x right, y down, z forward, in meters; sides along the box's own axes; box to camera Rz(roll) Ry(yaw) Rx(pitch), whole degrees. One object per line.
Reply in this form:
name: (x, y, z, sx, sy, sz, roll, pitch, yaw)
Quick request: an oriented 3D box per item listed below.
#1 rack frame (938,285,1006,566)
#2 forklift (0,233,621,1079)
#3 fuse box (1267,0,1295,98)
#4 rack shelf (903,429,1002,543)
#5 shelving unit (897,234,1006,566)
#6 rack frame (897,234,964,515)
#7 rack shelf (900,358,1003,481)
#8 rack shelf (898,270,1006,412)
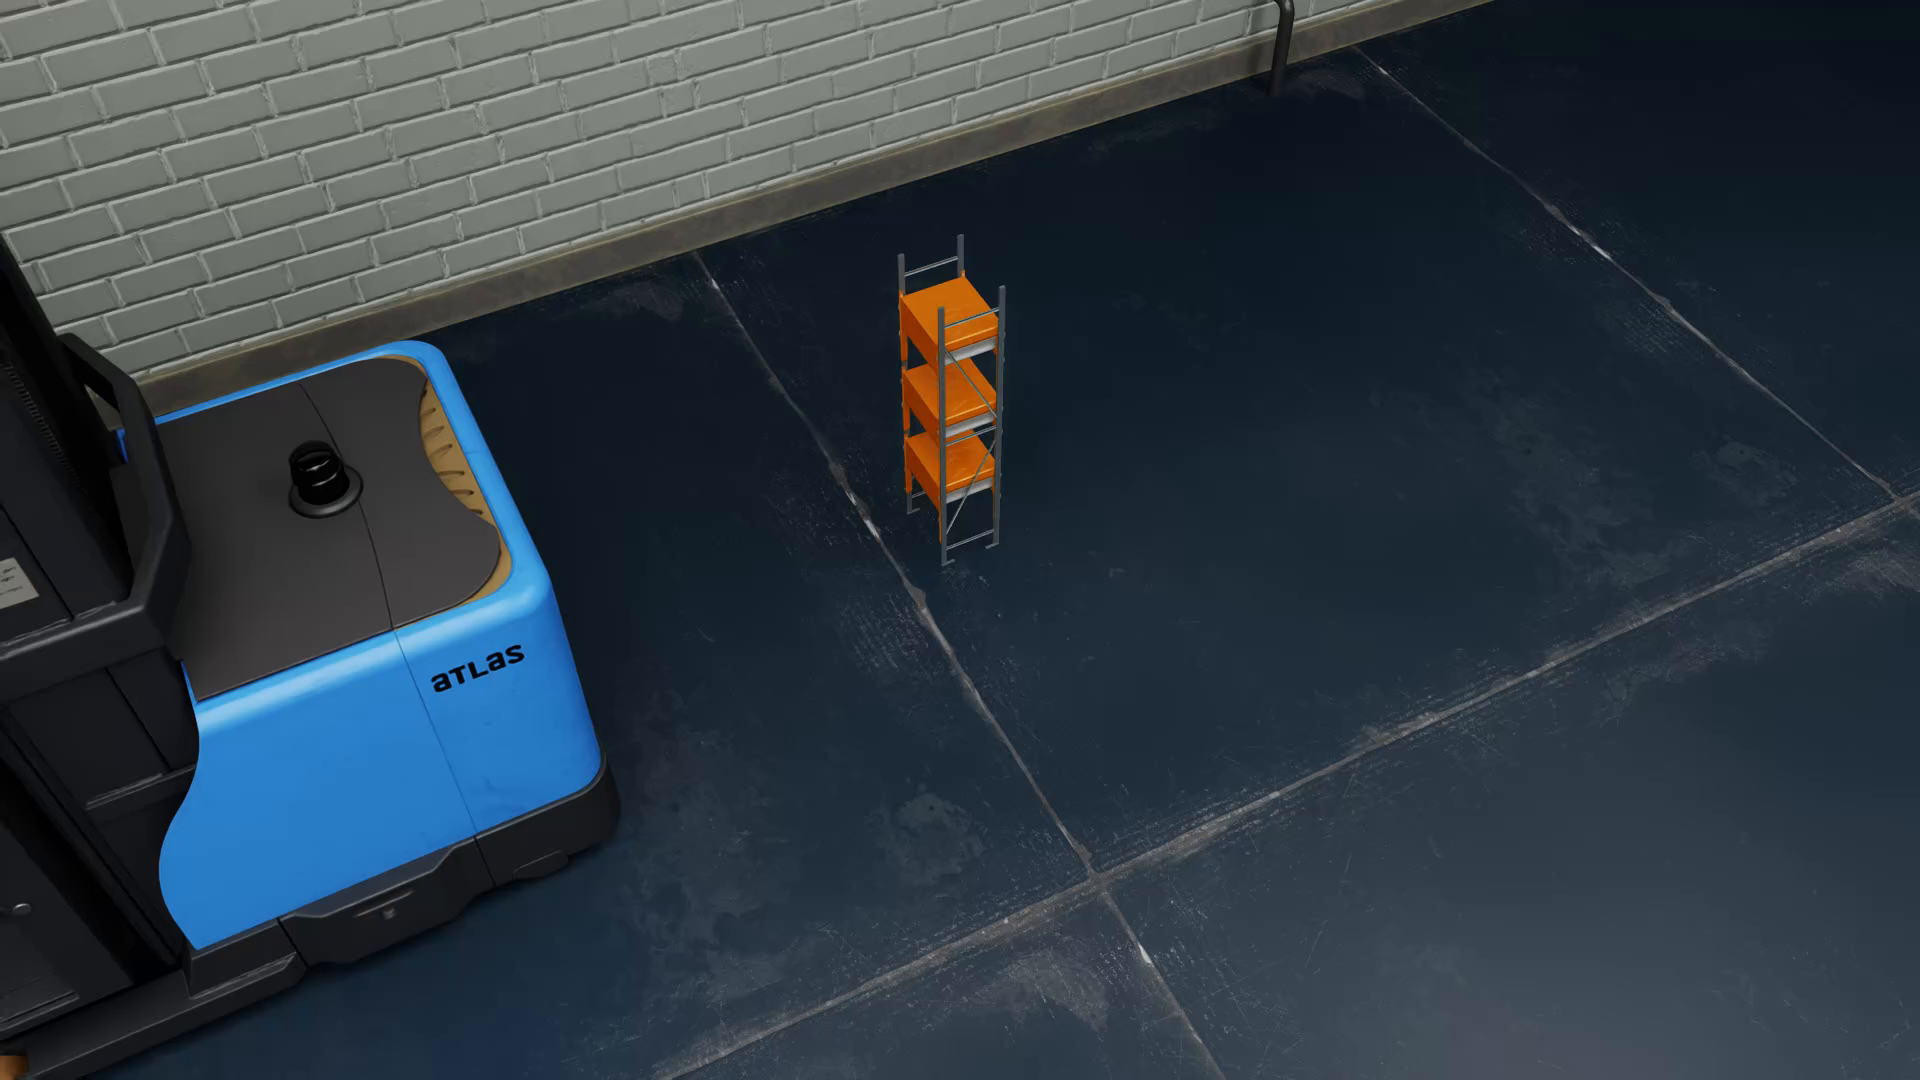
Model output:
rack frame: (0.031, -0.300, 4.815, 0.200, 1.050, 0.008, -21, 52, -18)
forklift: (-2.467, 0.042, 3.266, 3.031, 2.935, 1.130, -22, 52, -18)
fuse box: (1.333, -2.395, 6.208, 0.539, 1.711, 0.414, -21, 52, -18)
rack shelf: (-0.024, -0.192, 5.103, 0.215, 0.259, 0.240, -21, 52, -18)
shelving unit: (-0.024, -0.381, 4.886, 0.215, 1.050, 0.252, -21, 52, -18)
rack frame: (-0.080, -0.463, 4.958, 0.200, 1.050, 0.008, -21, 52, -18)
rack shelf: (-0.024, -0.374, 4.894, 0.215, 0.259, 0.240, -21, 52, -18)
rack shelf: (-0.024, -0.561, 4.681, 0.215, 0.259, 0.240, -21, 52, -18)
